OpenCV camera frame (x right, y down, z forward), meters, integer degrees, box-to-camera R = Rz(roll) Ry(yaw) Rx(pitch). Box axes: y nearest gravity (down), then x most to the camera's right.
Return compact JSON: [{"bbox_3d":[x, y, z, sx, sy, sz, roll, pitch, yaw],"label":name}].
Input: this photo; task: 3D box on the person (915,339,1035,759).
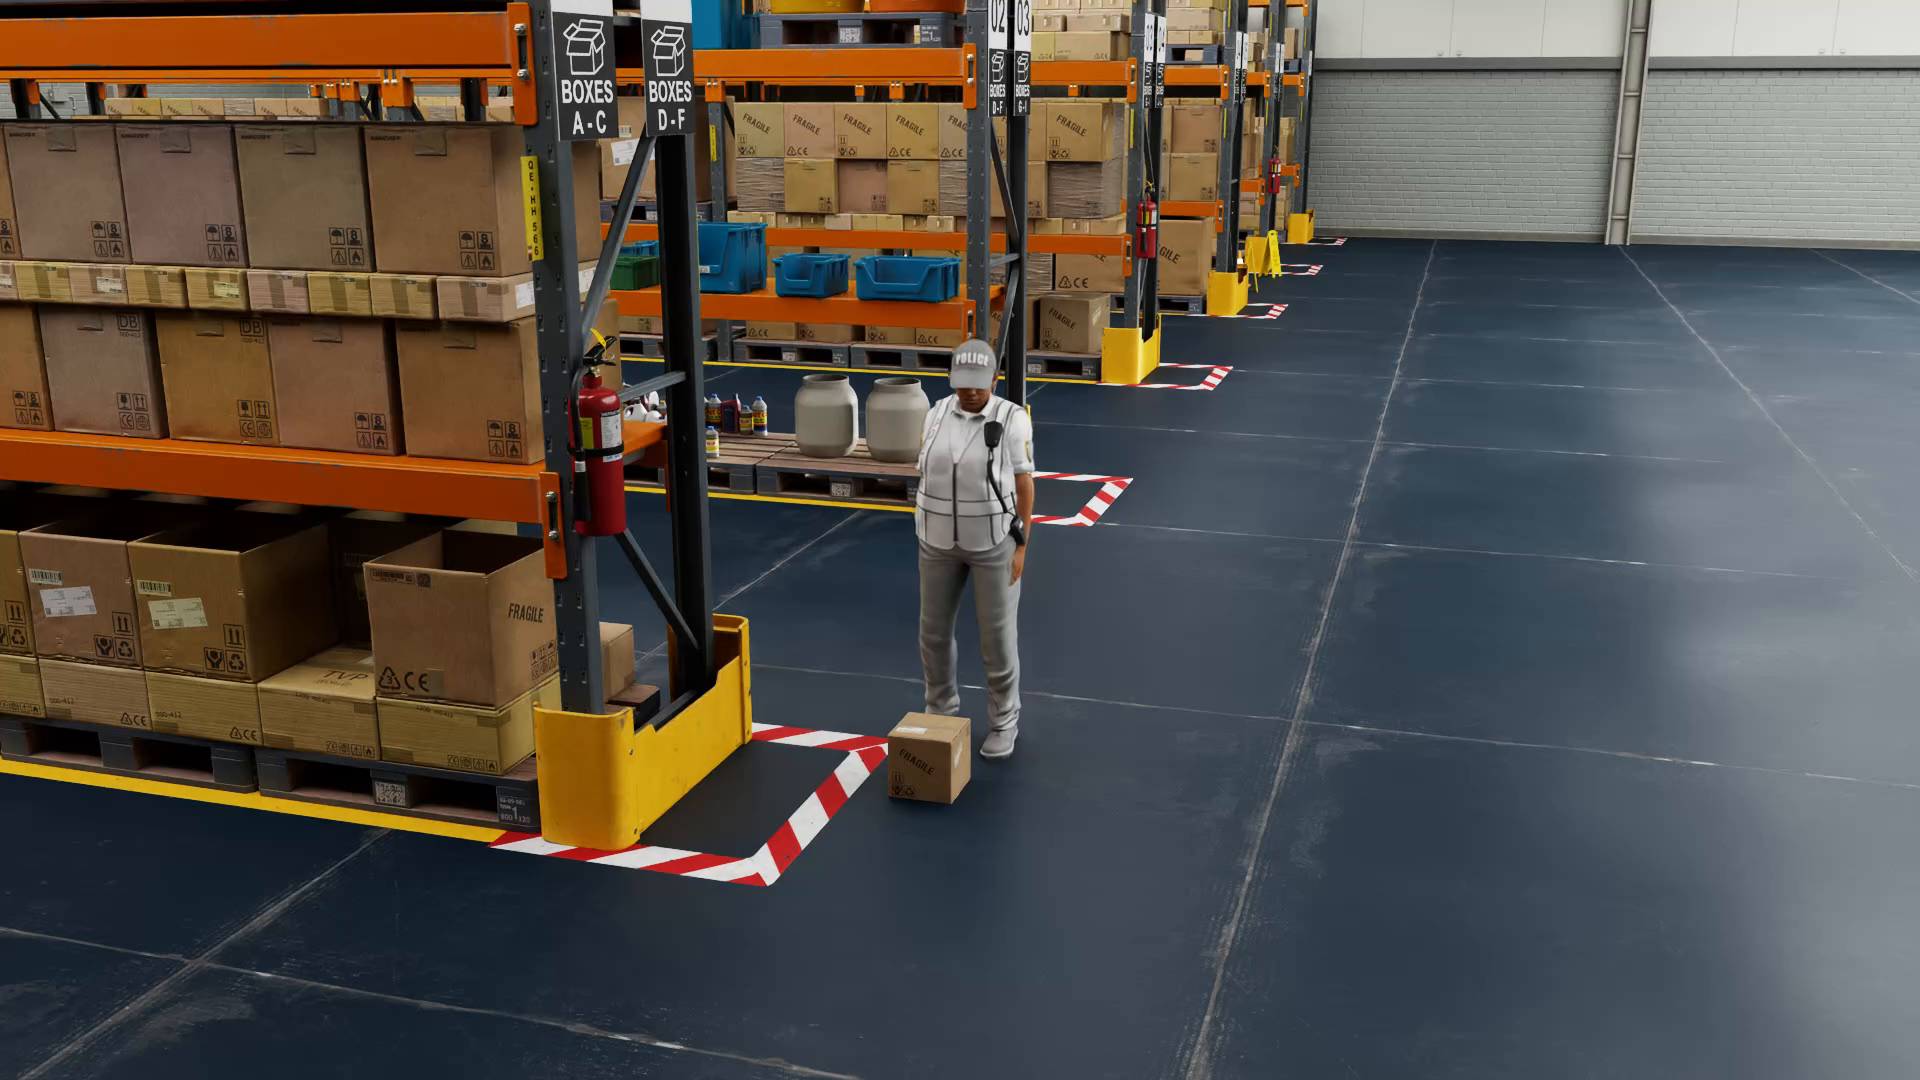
[{"bbox_3d":[0.056,0.032,6.547,0.473,1.657,0.389,5,16,17],"label":"person"}]
